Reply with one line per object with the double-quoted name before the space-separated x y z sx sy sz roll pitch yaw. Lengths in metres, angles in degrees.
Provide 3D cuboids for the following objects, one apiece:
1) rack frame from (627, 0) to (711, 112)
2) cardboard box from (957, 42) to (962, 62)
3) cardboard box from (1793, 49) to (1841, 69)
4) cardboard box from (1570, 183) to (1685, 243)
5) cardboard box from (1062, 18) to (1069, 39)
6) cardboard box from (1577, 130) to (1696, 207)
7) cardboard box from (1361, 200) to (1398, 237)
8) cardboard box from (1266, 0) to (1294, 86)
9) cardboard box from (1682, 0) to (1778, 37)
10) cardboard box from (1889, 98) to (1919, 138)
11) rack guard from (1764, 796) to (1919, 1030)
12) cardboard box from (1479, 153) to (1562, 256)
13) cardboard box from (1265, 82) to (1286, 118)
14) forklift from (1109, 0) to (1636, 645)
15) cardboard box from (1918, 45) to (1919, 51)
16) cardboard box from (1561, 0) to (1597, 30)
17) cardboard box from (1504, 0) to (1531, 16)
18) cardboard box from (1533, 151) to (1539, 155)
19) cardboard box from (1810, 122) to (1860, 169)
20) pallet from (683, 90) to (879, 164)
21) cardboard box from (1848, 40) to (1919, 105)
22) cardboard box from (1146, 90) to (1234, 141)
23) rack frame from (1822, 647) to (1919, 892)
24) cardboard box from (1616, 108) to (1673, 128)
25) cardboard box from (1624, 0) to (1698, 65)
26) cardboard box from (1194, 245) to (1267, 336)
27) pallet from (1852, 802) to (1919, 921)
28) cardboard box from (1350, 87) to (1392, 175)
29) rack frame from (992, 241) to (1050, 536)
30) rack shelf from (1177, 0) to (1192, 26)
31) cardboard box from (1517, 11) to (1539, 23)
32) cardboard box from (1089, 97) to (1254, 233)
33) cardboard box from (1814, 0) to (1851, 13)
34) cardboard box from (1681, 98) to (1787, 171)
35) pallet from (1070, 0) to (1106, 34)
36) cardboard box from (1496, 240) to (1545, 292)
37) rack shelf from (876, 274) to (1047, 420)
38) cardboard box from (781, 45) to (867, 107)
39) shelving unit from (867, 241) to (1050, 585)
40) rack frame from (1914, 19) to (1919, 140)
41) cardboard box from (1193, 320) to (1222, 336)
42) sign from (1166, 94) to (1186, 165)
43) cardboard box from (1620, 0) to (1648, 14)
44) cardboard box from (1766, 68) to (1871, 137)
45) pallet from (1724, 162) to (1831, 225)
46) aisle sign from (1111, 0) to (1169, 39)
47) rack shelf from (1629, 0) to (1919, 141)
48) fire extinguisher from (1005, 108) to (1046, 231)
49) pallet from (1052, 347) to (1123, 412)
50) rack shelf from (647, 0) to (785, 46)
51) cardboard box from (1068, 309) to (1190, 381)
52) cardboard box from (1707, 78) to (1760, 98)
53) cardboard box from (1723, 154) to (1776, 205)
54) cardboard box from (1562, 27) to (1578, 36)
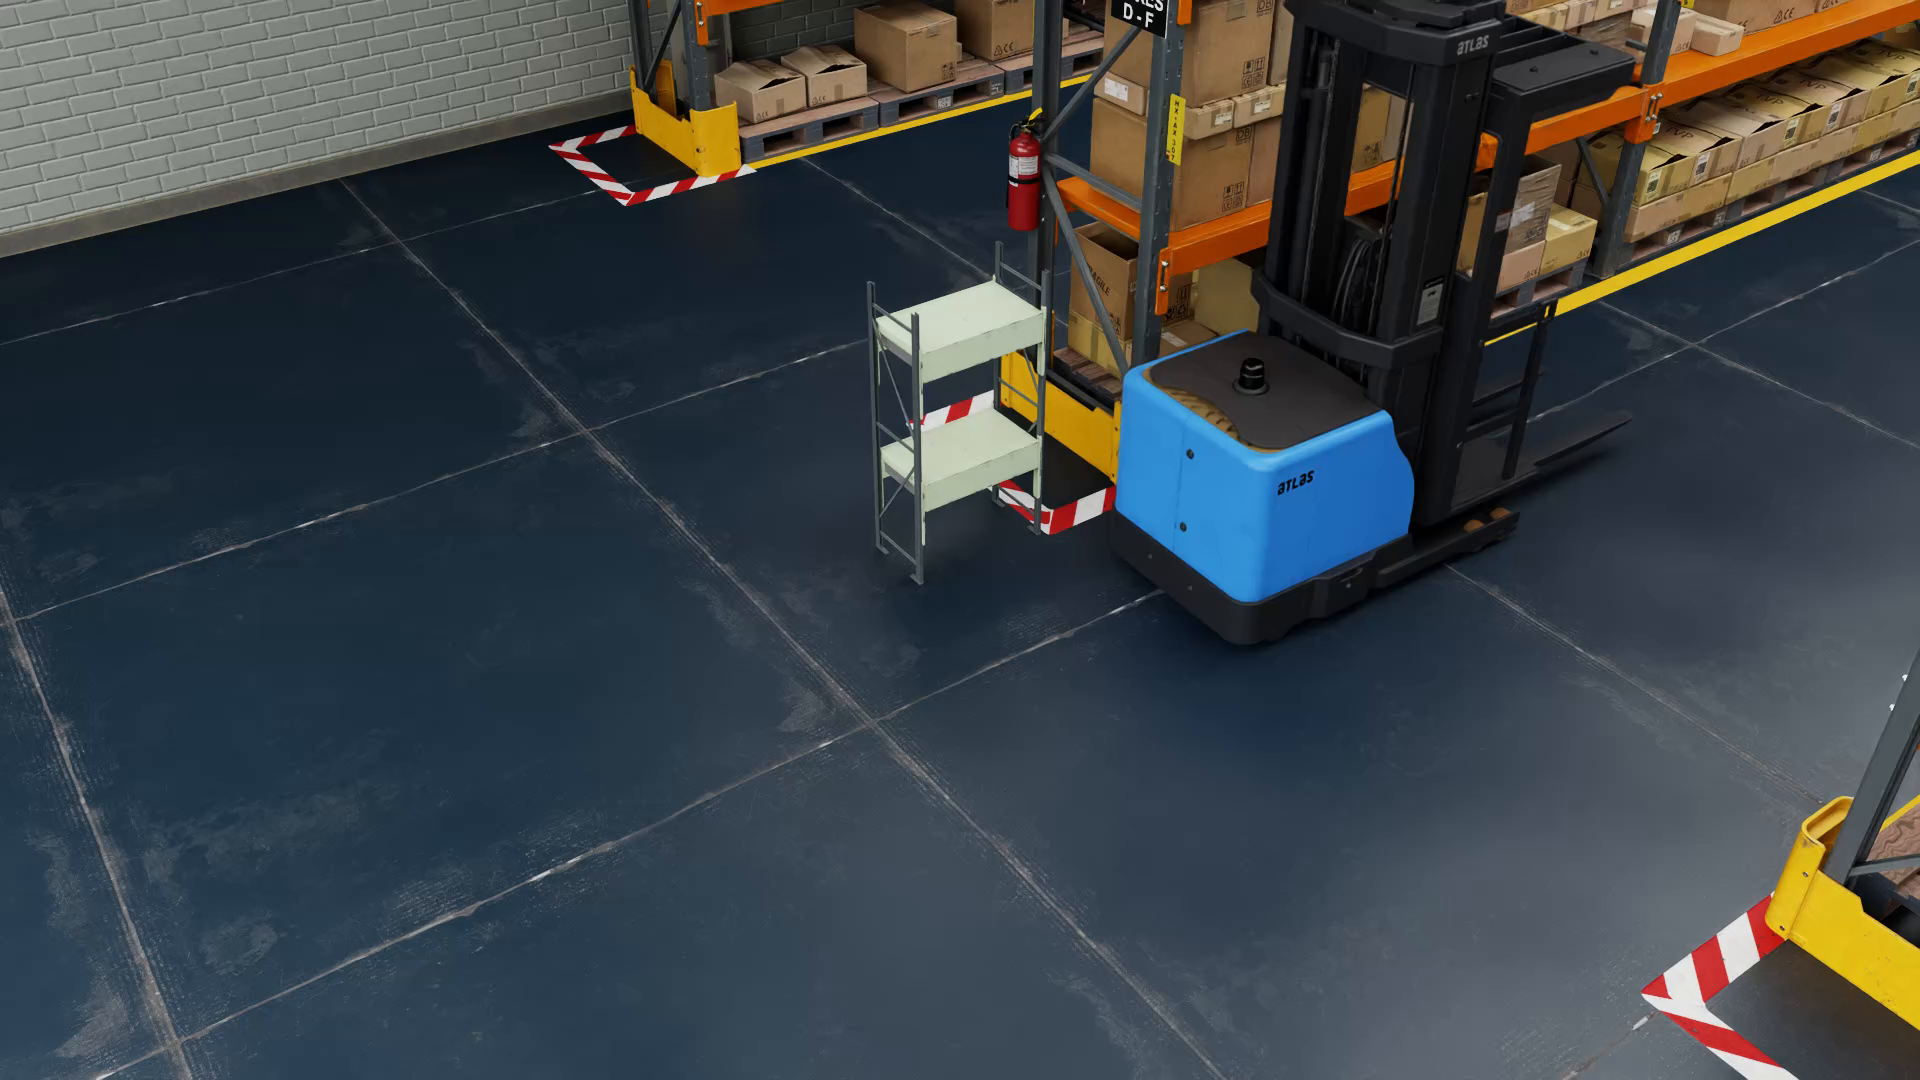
"rack frame" -2.148 -4.194 11.825 0.127 3.000 1.000 -22 41 -28
"cardboard box" -0.197 -4.032 13.665 0.250 0.149 0.380 -26 43 -31
"cardboard box" 6.226 -3.587 12.496 0.500 0.311 0.500 -23 42 -29
"cardboard box" 4.451 -2.248 11.115 0.500 0.250 0.500 -23 42 -29
"cardboard box" 0.702 -4.373 14.124 0.250 0.166 0.380 -28 44 -33
"cardboard box" 4.460 -2.478 10.955 0.500 0.311 0.500 -22 41 -28
"cardboard box" 2.503 -1.767 9.804 0.500 0.500 0.500 -22 41 -28
"cardboard box" 1.568 -2.746 8.616 0.500 0.500 0.700 -24 42 -29
"cardboard box" 5.046 -3.644 10.976 0.500 0.500 0.500 -19 40 -25
"cardboard box" 6.958 -3.282 12.553 0.500 0.250 0.500 -21 41 -27
"rack guard" 3.594 1.502 6.047 0.348 0.500 1.175 -22 41 -28
"cardboard box" 3.310 -2.112 10.284 0.500 0.500 0.500 -22 41 -28
"cardboard box" 1.572 -2.337 8.603 0.250 0.149 0.380 -22 41 -28
"forklift" 2.264 -1.364 7.949 3.031 2.935 1.130 -21 41 -27
"cardboard box" 7.785 -3.702 12.906 0.500 0.500 0.500 -21 41 -26
"cardboard box" 3.464 -3.115 9.684 0.250 0.149 0.380 -24 42 -29
"cardboard box" 2.797 -3.252 9.320 0.500 0.500 0.700 -22 41 -28
"cardboard box" 3.419 -2.528 10.862 0.500 0.500 0.500 -22 41 -28
"cardboard box" 6.126 -2.939 12.077 0.500 0.250 0.500 -21 41 -27
"pallet" -1.401 -3.343 13.031 1.213 0.211 1.003 -22 41 -28
"cardboard box" 6.962 -3.510 12.389 0.500 0.311 0.500 -21 41 -27
"cardboard box" 1.154 -2.164 8.362 0.250 0.149 0.380 -23 41 -28
"rack frame" 3.559 0.535 5.251 0.127 3.000 1.000 -22 41 -28
"cardboard box" 4.566 -2.909 11.554 0.500 0.311 0.500 -21 41 -27
"cardboard box" 4.356 -3.302 10.713 0.500 0.250 0.500 -20 40 -25
"cardboard box" 1.683 -1.433 9.339 0.500 0.500 0.500 -22 41 -28
"pallet" 4.261 1.348 6.508 1.213 0.211 1.003 -22 41 -28
"cardboard box" 1.933 -2.365 9.197 0.500 0.500 0.700 -22 41 -28
"rack frame" 0.294 -0.730 8.293 0.023 1.500 0.400 -22 41 -28
"rack shelf" 2.344 -3.429 8.809 4.000 0.370 1.077 -22 41 -28
"cardboard box" 3.047 -2.945 9.448 0.250 0.149 0.380 -23 41 -28
"cardboard box" 1.098 -2.022 8.720 0.500 0.500 0.700 -22 41 -28
"cardboard box" 5.886 -3.990 11.456 0.500 0.500 0.500 -25 42 -30
"cardboard box" 5.294 -2.819 11.428 0.500 0.311 0.500 -24 42 -29
"pallet" 1.757 -4.669 14.875 1.213 0.211 1.003 -22 41 -28
"cardboard box" 3.311 -1.806 10.501 0.500 0.250 0.500 -22 41 -28
"rack shelf" -0.005 -0.923 7.894 0.720 0.370 0.431 -22 41 -28
"cardboard box" -1.065 -3.662 13.012 0.500 0.311 0.500 -19 40 -24
"shelving unit" -0.005 -0.607 8.122 0.755 1.500 0.431 -22 41 -28
"rack frame" 7.248 -4.521 12.281 0.127 3.000 1.000 -22 41 -28
"cardboard box" 1.682 -1.129 9.559 0.500 0.250 0.500 -22 41 -28
"sign" 1.024 -1.947 7.893 0.005 0.325 0.100 -22 41 -28
"cardboard box" 3.879 -3.286 9.922 0.250 0.149 0.380 -22 41 -28
"cardboard box" 6.126 -3.163 11.908 0.500 0.311 0.500 -23 41 -28
"pallet" 5.556 -2.723 12.169 1.213 0.211 1.003 -22 41 -28
"aisle sign" 0.831 -2.718 7.547 0.004 0.787 0.394 -22 41 -28
"rack shelf" 5.613 -3.557 11.556 4.000 0.370 1.077 -22 41 -28
"fire extinguisher" 0.345 -1.981 8.815 0.183 0.674 0.296 -22 41 -28
"pallet" 1.310 -0.976 9.739 1.213 0.211 1.003 -22 41 -28
"rack shelf" -0.513 -4.574 12.970 4.000 0.370 1.077 -22 41 -28
"cardboard box" 0.977 -1.206 9.667 0.500 0.250 0.500 -22 41 -28
"cardboard box" 5.388 -3.243 12.018 0.500 0.311 0.500 -23 42 -28
"cardboard box" 5.291 -2.594 11.597 0.500 0.250 0.500 -24 42 -29
"cardboard box" 3.192 -2.884 9.918 0.500 0.500 0.700 -23 42 -28
